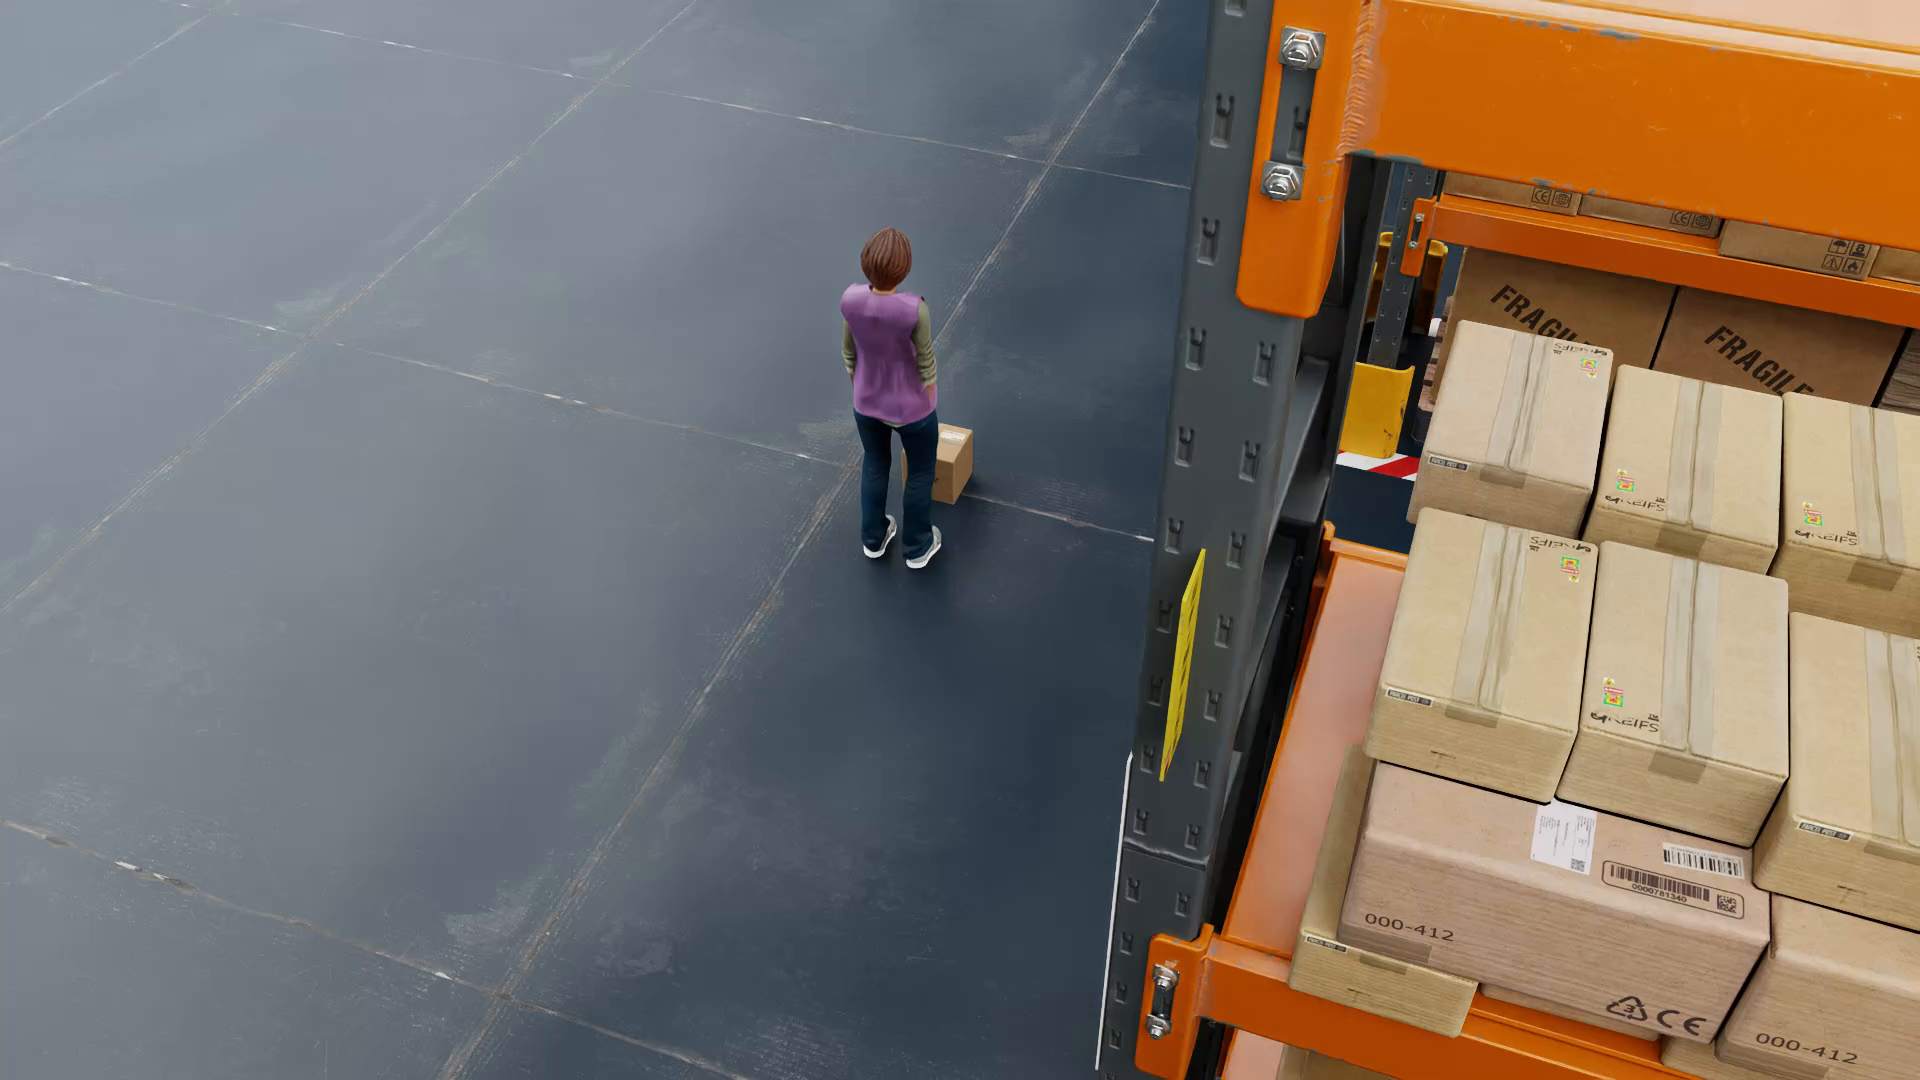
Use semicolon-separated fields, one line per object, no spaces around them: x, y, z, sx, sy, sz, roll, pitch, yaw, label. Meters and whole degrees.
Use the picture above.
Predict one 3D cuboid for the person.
-0.286;-0.558;6.793;0.408;1.593;0.301;15;44;16;person
